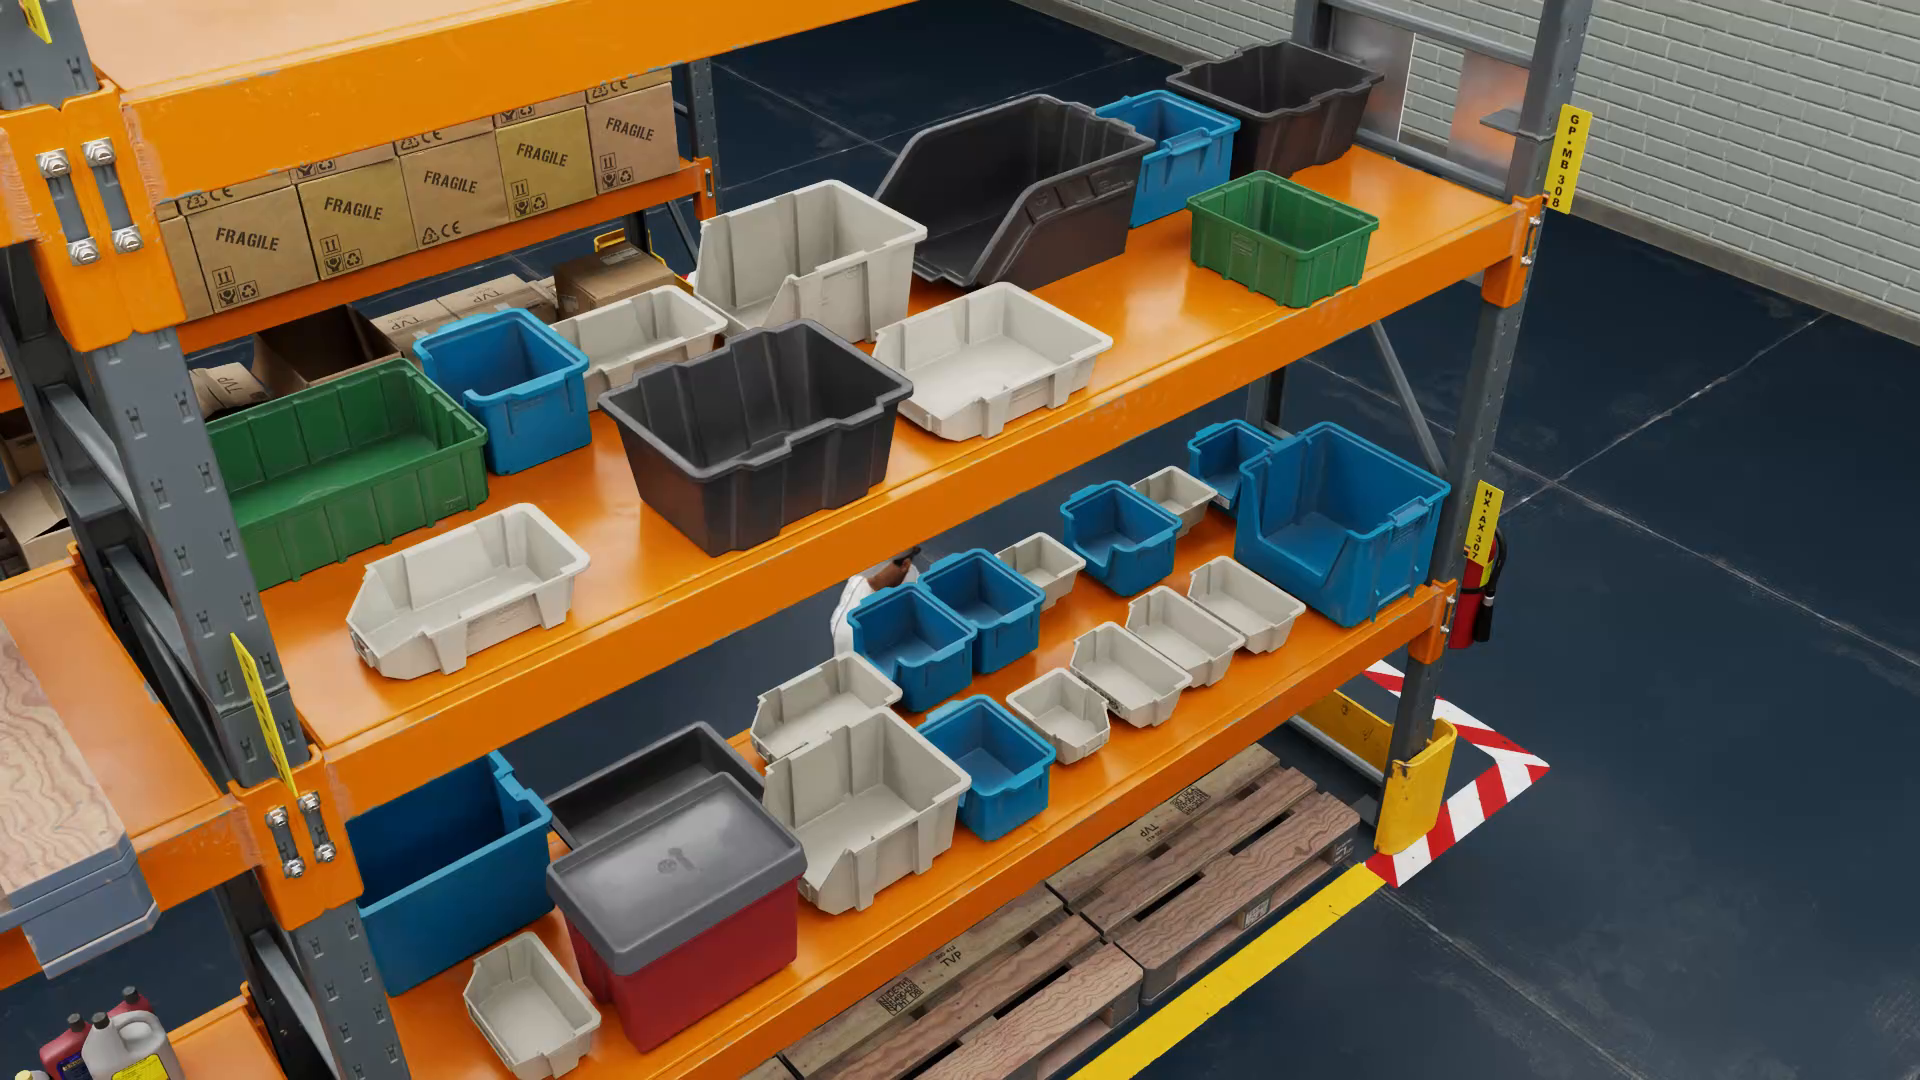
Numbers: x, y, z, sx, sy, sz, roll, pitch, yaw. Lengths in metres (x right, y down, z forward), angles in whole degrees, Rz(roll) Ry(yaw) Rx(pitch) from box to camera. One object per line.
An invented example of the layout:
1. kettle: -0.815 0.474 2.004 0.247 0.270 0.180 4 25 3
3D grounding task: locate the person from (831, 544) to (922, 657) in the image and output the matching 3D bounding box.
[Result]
1. person: -0.284 0.630 6.201 0.484 1.660 0.654 27 44 32
